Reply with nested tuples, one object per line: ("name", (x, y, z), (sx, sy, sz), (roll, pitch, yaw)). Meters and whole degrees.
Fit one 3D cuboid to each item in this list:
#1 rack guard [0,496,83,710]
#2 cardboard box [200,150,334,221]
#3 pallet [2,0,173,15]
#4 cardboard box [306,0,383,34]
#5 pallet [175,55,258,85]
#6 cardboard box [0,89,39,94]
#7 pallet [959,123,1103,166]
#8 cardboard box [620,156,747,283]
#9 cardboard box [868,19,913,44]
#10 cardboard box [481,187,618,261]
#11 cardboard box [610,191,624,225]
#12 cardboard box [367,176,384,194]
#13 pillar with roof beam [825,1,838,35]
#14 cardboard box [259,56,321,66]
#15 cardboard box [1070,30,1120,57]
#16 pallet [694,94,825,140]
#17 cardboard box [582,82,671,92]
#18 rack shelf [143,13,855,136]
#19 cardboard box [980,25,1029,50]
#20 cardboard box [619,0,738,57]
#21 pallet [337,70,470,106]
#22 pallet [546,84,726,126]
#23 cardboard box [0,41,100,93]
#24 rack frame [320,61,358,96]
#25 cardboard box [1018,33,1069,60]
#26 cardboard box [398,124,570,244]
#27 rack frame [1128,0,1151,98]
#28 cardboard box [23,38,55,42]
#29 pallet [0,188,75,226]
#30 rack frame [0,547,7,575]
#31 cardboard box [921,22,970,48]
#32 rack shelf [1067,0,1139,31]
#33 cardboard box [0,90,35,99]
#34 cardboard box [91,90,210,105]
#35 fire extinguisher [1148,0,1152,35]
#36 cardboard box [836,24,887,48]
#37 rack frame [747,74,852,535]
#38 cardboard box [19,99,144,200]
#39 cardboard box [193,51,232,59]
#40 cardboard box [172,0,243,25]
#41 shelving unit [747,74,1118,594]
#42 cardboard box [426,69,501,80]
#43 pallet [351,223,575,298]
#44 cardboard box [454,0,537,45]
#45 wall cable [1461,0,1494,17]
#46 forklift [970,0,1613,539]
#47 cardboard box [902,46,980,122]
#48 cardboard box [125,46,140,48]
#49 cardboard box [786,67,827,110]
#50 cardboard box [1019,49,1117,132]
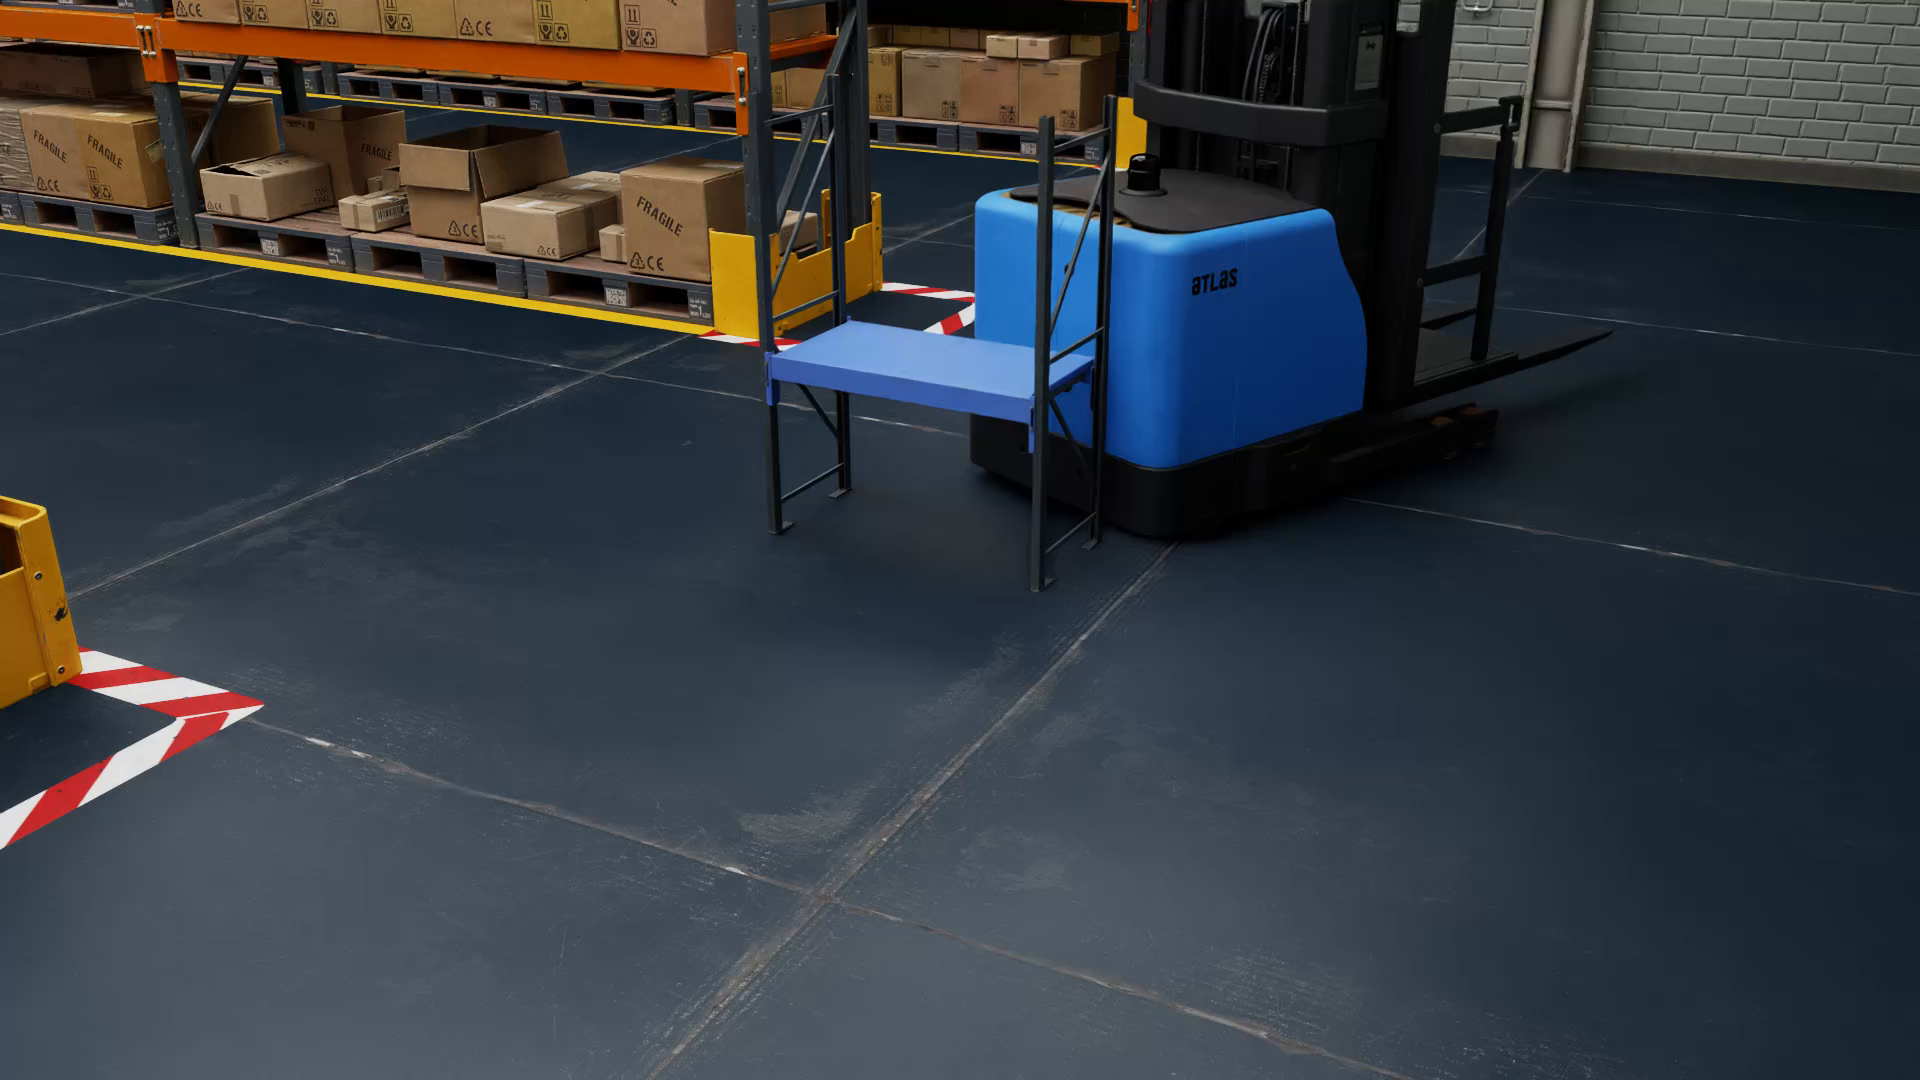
("rack guard", (-2.953, 0.321, 4.357), (0.348, 0.500, 1.175), (11, 25, 25))
("cardboard box", (-4.035, -2.080, 9.682), (0.500, 0.311, 0.500), (11, 25, 25))
("pallet", (-4.975, -3.356, 10.053), (1.213, 0.211, 1.003), (11, 25, 25))
("cardboard box", (-3.076, -2.947, 8.720), (0.500, 0.500, 0.500), (11, 25, 24))
("pallet", (-7.431, -4.773, 16.704), (1.213, 0.211, 1.003), (11, 25, 25))
("cardboard box", (-6.008, -2.758, 11.035), (0.500, 0.500, 0.500), (10, 25, 23))
("pallet", (0.741, -3.120, 12.817), (1.213, 0.211, 1.003), (11, 25, 25))
("cardboard box", (-1.338, -1.621, 8.360), (0.500, 0.500, 0.500), (11, 25, 25))
("cardboard box", (-0.567, -4.081, 13.341), (0.250, 0.149, 0.380), (11, 26, 25))
("cardboard box", (-2.173, -1.684, 8.828), (0.500, 0.250, 0.500), (11, 25, 25))
("cardboard box", (-1.545, -1.779, 9.052), (0.500, 0.250, 0.500), (11, 25, 25))
("cardboard box", (-3.313, -2.109, 9.956), (0.250, 0.149, 0.380), (11, 25, 25))
("pillar with roof beam", (-3.007, -6.431, 9.374), (0.400, 9.000, 9.100), (11, 25, 25))
("cardboard box", (-6.316, -4.863, 15.984), (0.500, 0.500, 0.700), (12, 26, 25))
("cardboard box", (1.022, -3.767, 12.604), (0.250, 0.149, 0.380), (11, 26, 25))
("pallet", (-1.436, -3.551, 13.830), (1.213, 0.211, 1.003), (11, 25, 25))
("cardboard box", (-2.719, -4.269, 14.166), (0.750, 0.750, 0.750), (12, 26, 25))
("rack shelf", (-2.527, -2.581, 8.905), (4.000, 0.370, 1.077), (11, 25, 25))
("cardboard box", (0.346, -3.901, 12.918), (0.250, 0.149, 0.380), (11, 26, 25))
("cardboard box", (-1.264, -2.589, 7.876), (0.500, 0.500, 0.500), (12, 26, 26))
("pallet", (-4.980, -4.253, 15.481), (1.213, 0.211, 1.003), (11, 25, 25))
("pallet", (-2.802, -3.822, 14.468), (1.213, 0.211, 1.003), (11, 25, 25))
("cardboard box", (-5.974, -3.098, 10.875), (0.500, 0.250, 0.500), (11, 25, 24))
("rack frame", (-5.649, -5.702, 15.325), (0.127, 3.000, 1.000), (11, 25, 25))
("cardboard box", (0.623, -3.678, 12.395), (0.250, 0.149, 0.380), (11, 25, 24))
("cardboard box", (-2.633, -1.989, 9.221), (0.637, 0.503, 0.797), (11, 25, 25))
("rack frame", (1.490, -4.289, 12.003), (0.127, 3.000, 1.000), (11, 25, 25))
("cardboard box", (-9.710, -5.391, 17.652), (0.250, 0.166, 0.380), (8, 24, 18))
("pallet", (-6.147, -2.327, 10.952), (1.213, 0.211, 1.003), (11, 25, 25))
("rack frame", (-2.980, -0.829, 3.867), (0.127, 3.000, 1.000), (11, 25, 25))
("cardboard box", (-0.110, -3.990, 13.129), (0.250, 0.149, 0.380), (11, 26, 25))
("rack shelf", (-0.295, -4.311, 12.974), (4.000, 0.370, 1.077), (11, 25, 25))
("cardboard box", (-6.221, -2.572, 10.597), (0.500, 0.500, 0.500), (10, 25, 23))
("cardboard box", (-5.114, -2.578, 10.611), (0.500, 0.500, 0.500), (12, 26, 25))
("fire extinguisher", (1.416, -3.894, 11.650), (0.183, 0.674, 0.296), (11, 25, 25))
("cardboard box", (-0.770, -3.953, 13.041), (0.250, 0.149, 0.380), (10, 25, 23))
("rack frame", (-0.536, -0.795, 5.703), (0.032, 1.500, 0.500), (12, 26, 26))
("cardboard box", (-5.319, -2.394, 10.179), (0.500, 0.500, 0.500), (11, 26, 25))
("cardboard box", (-7.179, -5.072, 16.477), (0.500, 0.500, 0.700), (11, 25, 24))
("cardboard box", (-3.980, -3.126, 9.139), (0.500, 0.500, 0.500), (12, 26, 26))
("shelving unit", (-0.088, -0.700, 5.480), (1.048, 1.500, 0.538), (12, 26, 26))
("cardboard box", (-4.274, -4.573, 14.881), (0.750, 0.750, 0.750), (11, 25, 24))
("pallet", (-2.606, -1.645, 9.349), (1.213, 0.211, 1.003), (11, 25, 25))
("cardboard box", (-2.172, -2.769, 8.300), (0.500, 0.500, 0.500), (11, 26, 25))
("wall cable", (3.059, -4.861, 12.050), (1.851, 1.984, 0.084), (11, 25, 25))
("forklift", (1.505, -1.806, 6.252), (3.031, 2.935, 1.130), (-17, 29, -35))
("cardboard box", (-0.076, -3.598, 13.035), (0.500, 0.500, 0.700), (10, 25, 23))
("cardboard box", (-8.071, -5.263, 16.924), (0.500, 0.500, 0.700), (11, 25, 24))
("cardboard box", (-1.012, -3.781, 13.465), (0.500, 0.500, 0.700), (11, 25, 24))
("cardboard box", (0.820, -3.421, 12.619), (0.500, 0.500, 0.700), (11, 25, 25))
